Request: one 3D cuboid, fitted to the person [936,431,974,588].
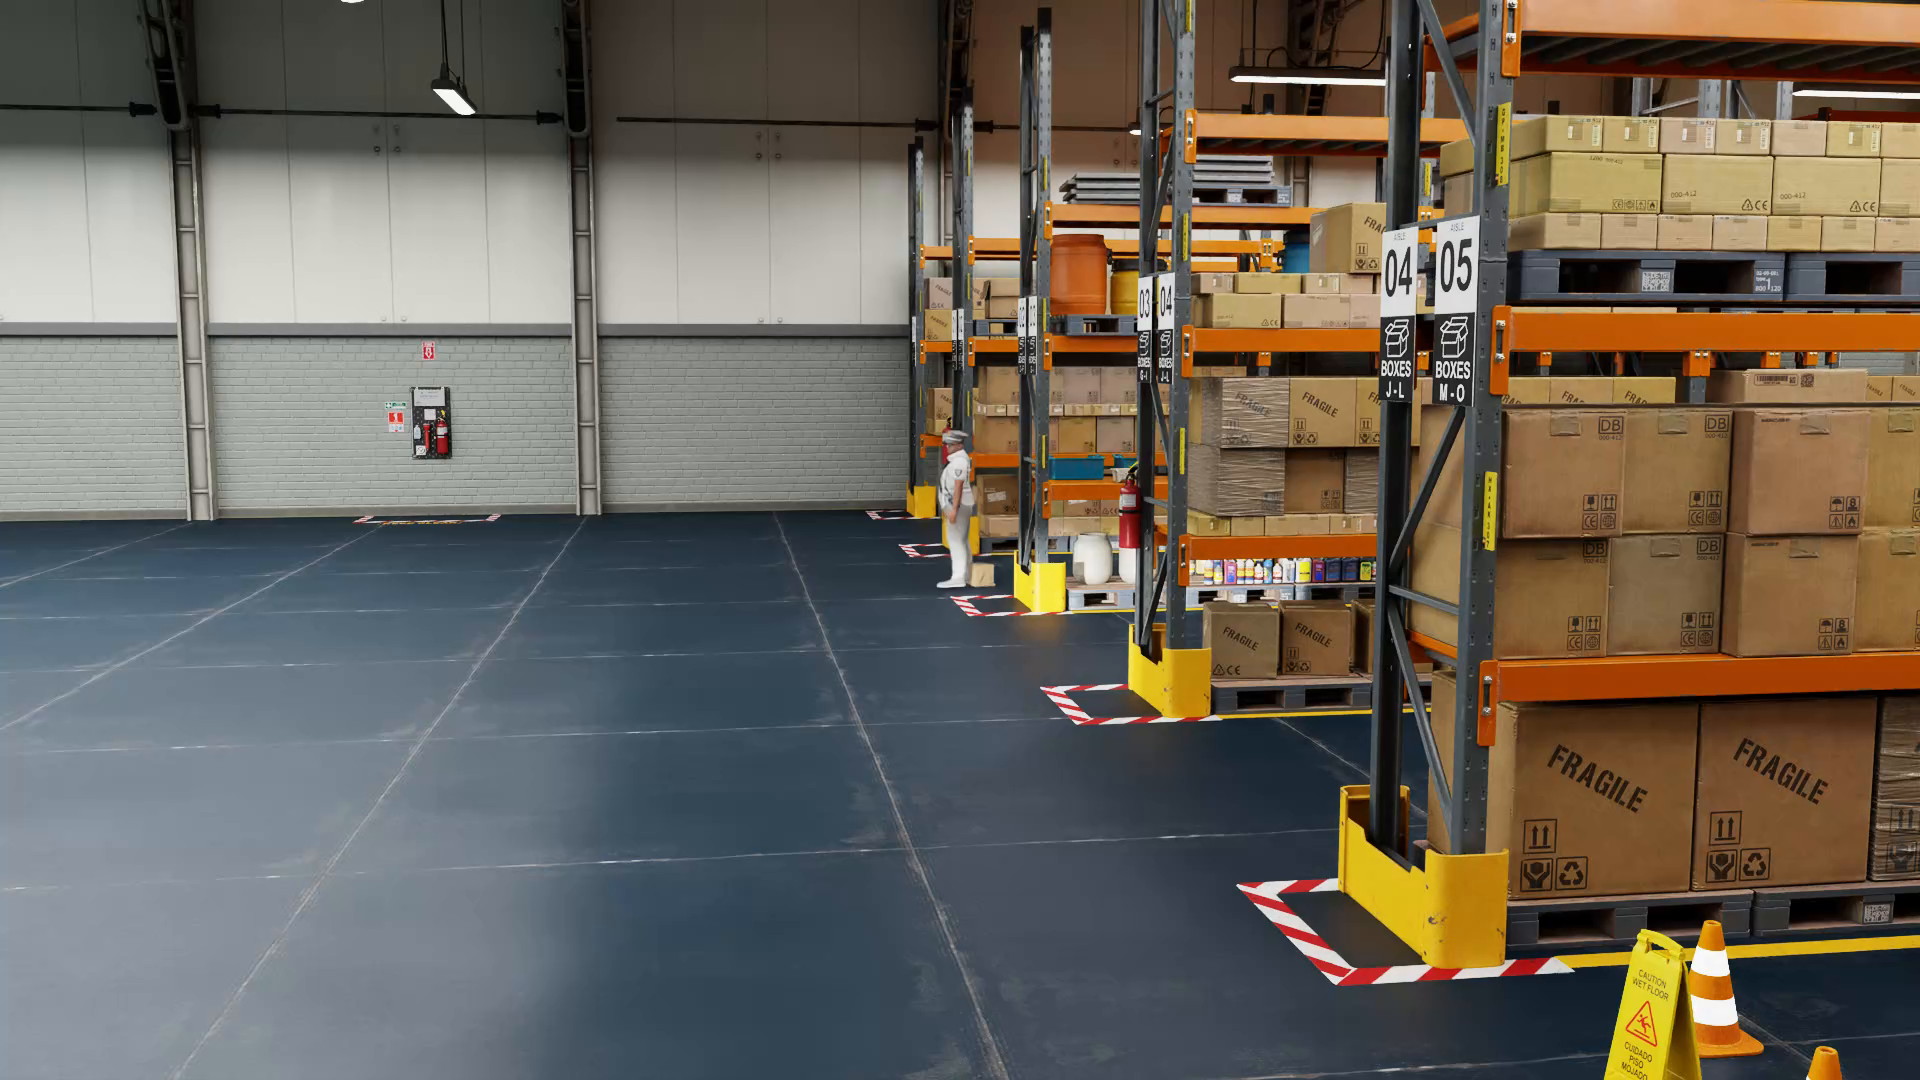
[{"bbox_3d":[-0.047,-0.356,18.664,0.413,1.750,0.641,0,6,4],"label":"person"}]
